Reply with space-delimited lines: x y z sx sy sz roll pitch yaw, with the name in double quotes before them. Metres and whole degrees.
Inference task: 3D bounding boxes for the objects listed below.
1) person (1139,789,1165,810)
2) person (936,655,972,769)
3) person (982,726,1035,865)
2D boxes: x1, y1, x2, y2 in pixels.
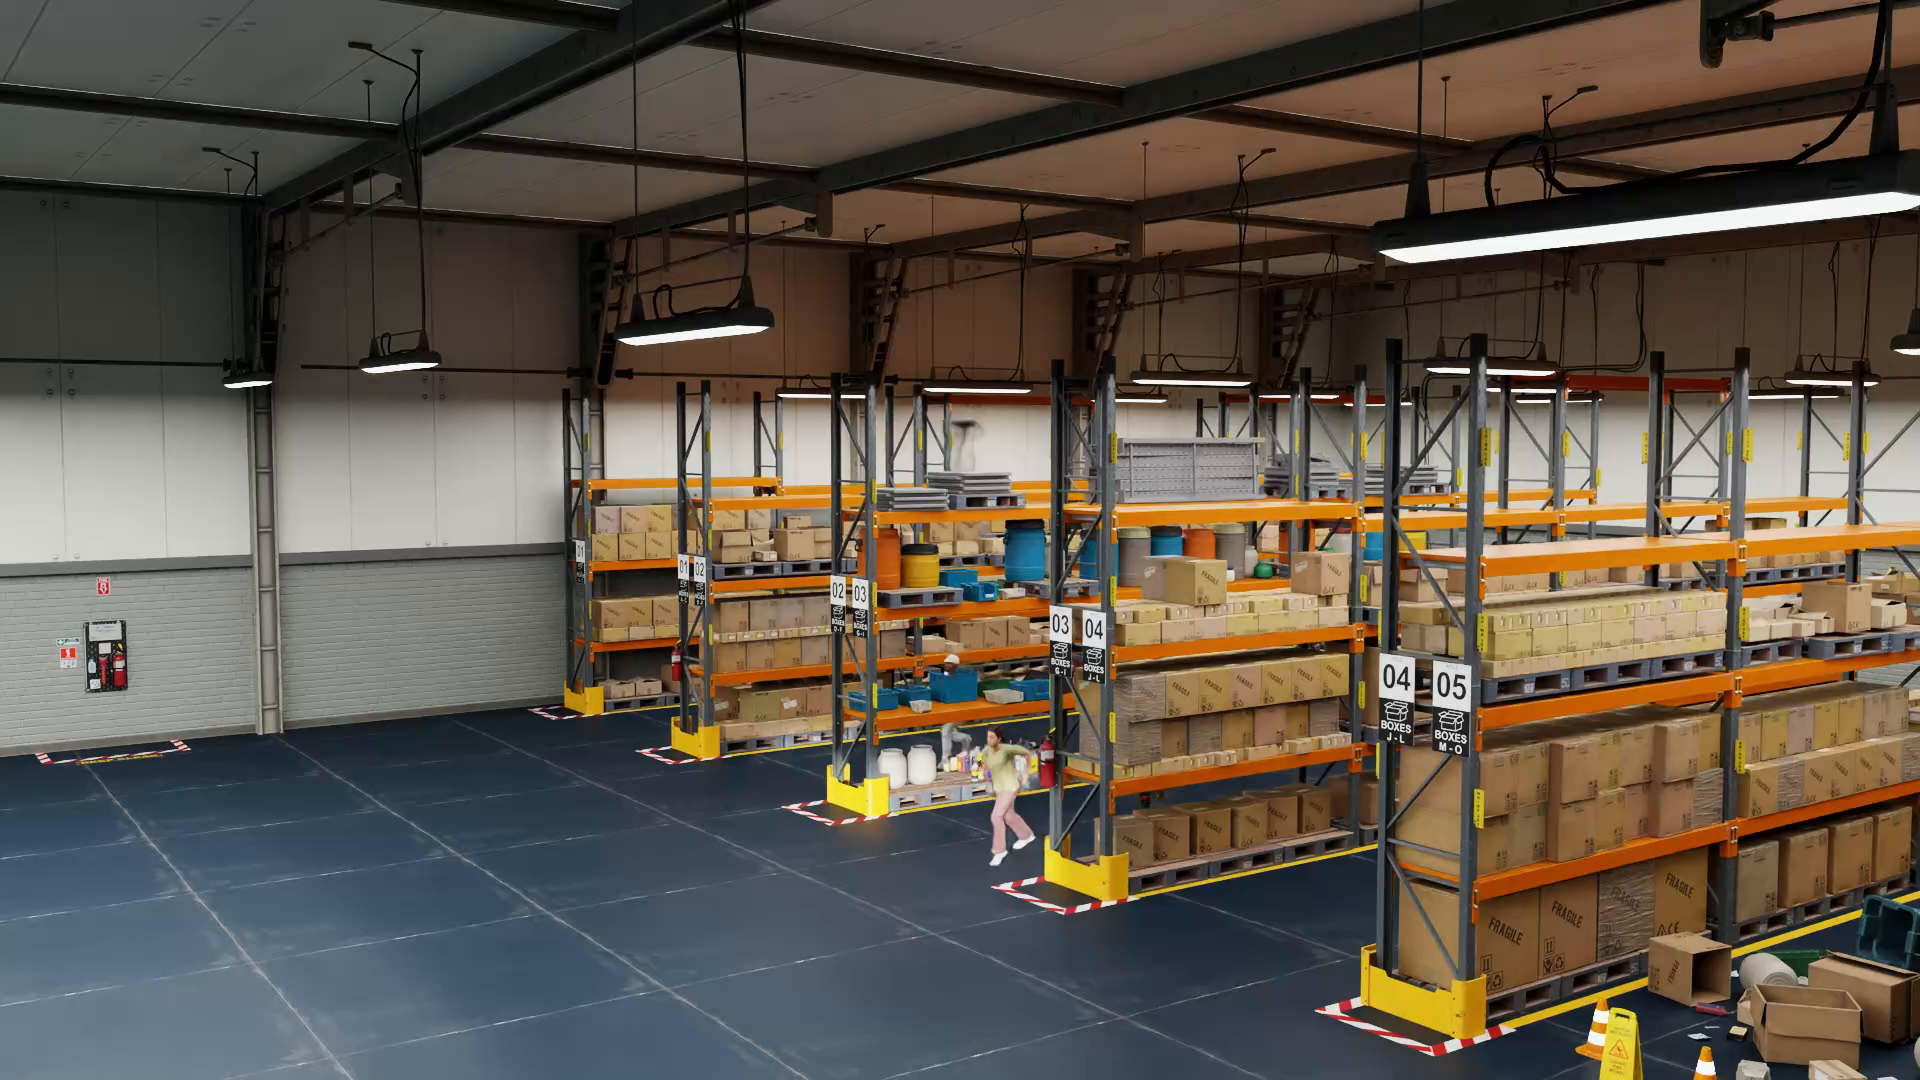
"person" 2.522 2.896 22.320 0.802 1.716 0.654 -4 5 -44
"person" -0.074 2.654 25.859 0.824 1.765 0.709 -3 5 -43
"person" 0.609 3.071 20.191 0.850 1.698 0.619 -4 5 -44
